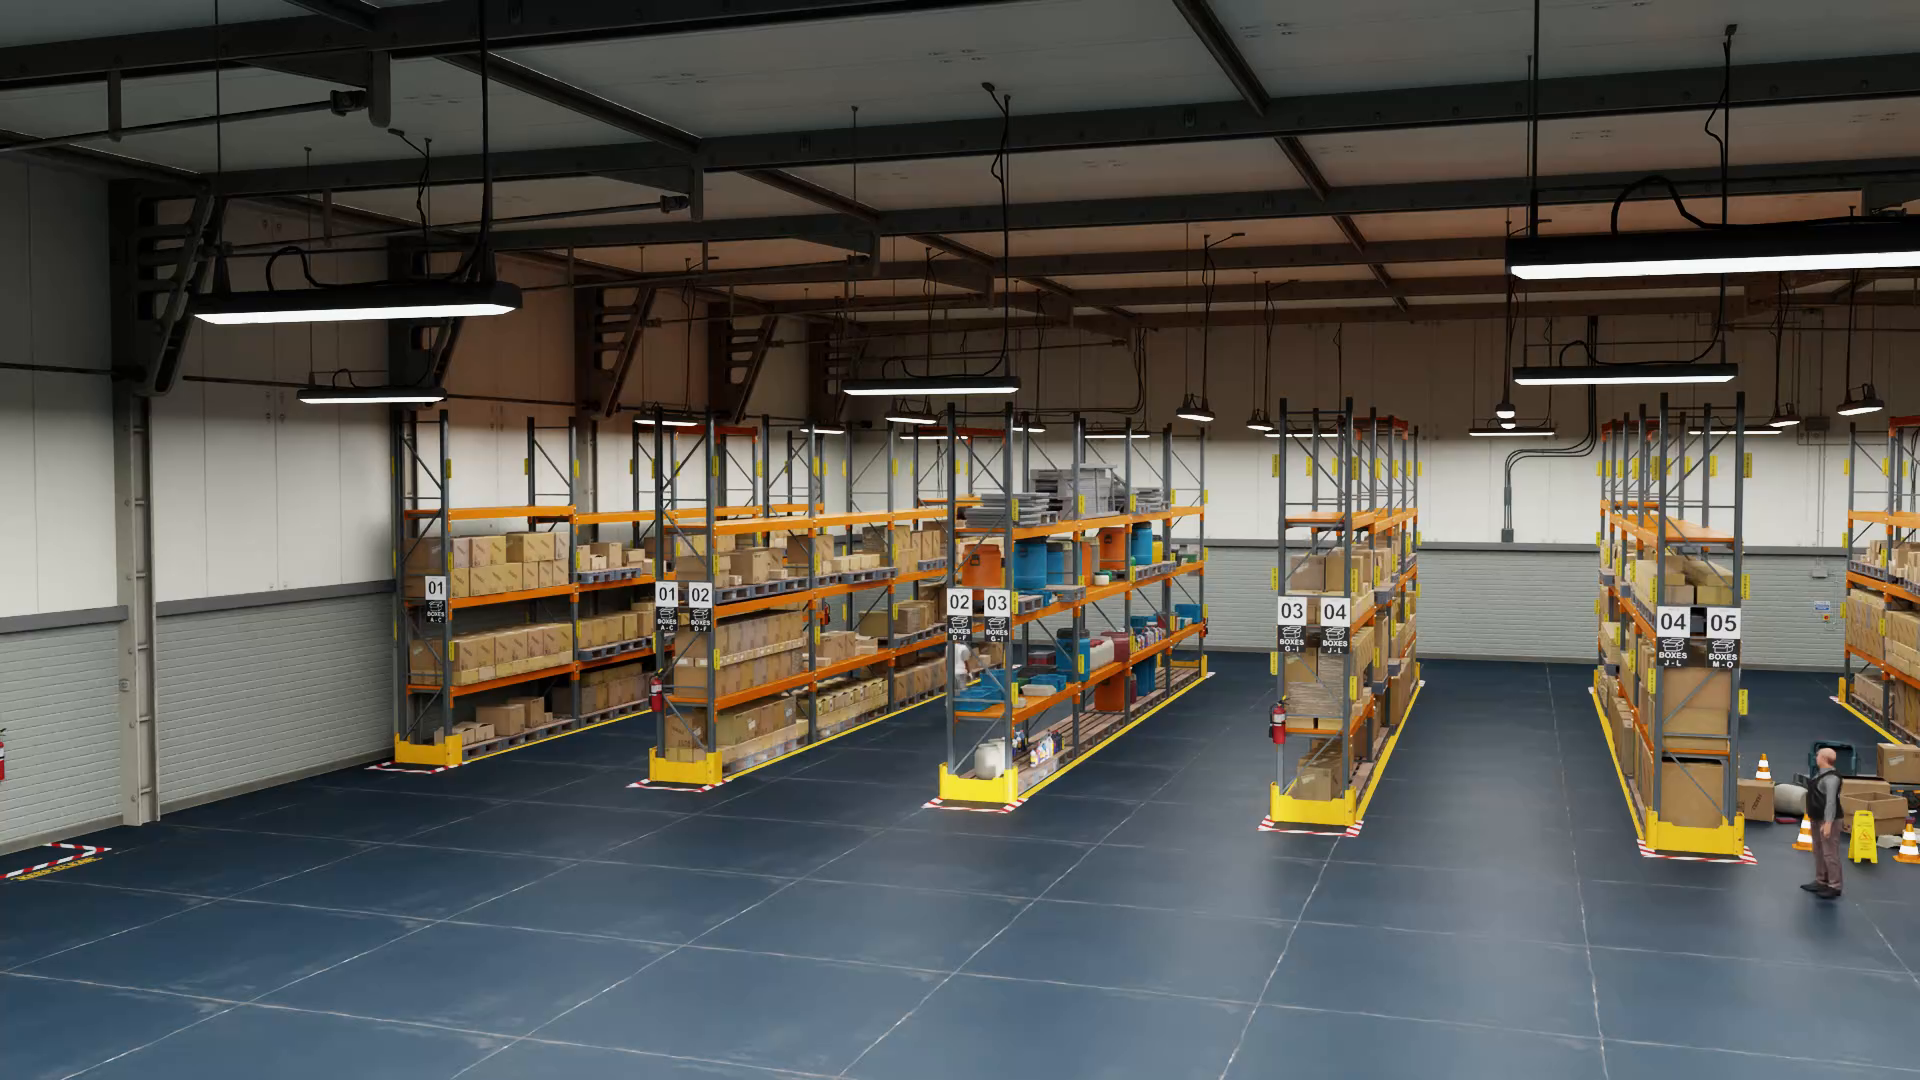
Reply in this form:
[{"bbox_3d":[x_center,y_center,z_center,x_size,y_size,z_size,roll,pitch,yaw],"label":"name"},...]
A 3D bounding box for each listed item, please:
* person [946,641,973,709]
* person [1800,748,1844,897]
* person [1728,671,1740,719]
[{"bbox_3d":[-0.007,2.671,33.179,0.470,1.779,0.549,-2,3,-32],"label":"person"},{"bbox_3d":[10.137,3.296,19.515,0.389,1.731,0.566,0,2,4],"label":"person"},{"bbox_3d":[15.320,2.748,33.231,0.540,1.681,0.505,-1,3,-21],"label":"person"}]
